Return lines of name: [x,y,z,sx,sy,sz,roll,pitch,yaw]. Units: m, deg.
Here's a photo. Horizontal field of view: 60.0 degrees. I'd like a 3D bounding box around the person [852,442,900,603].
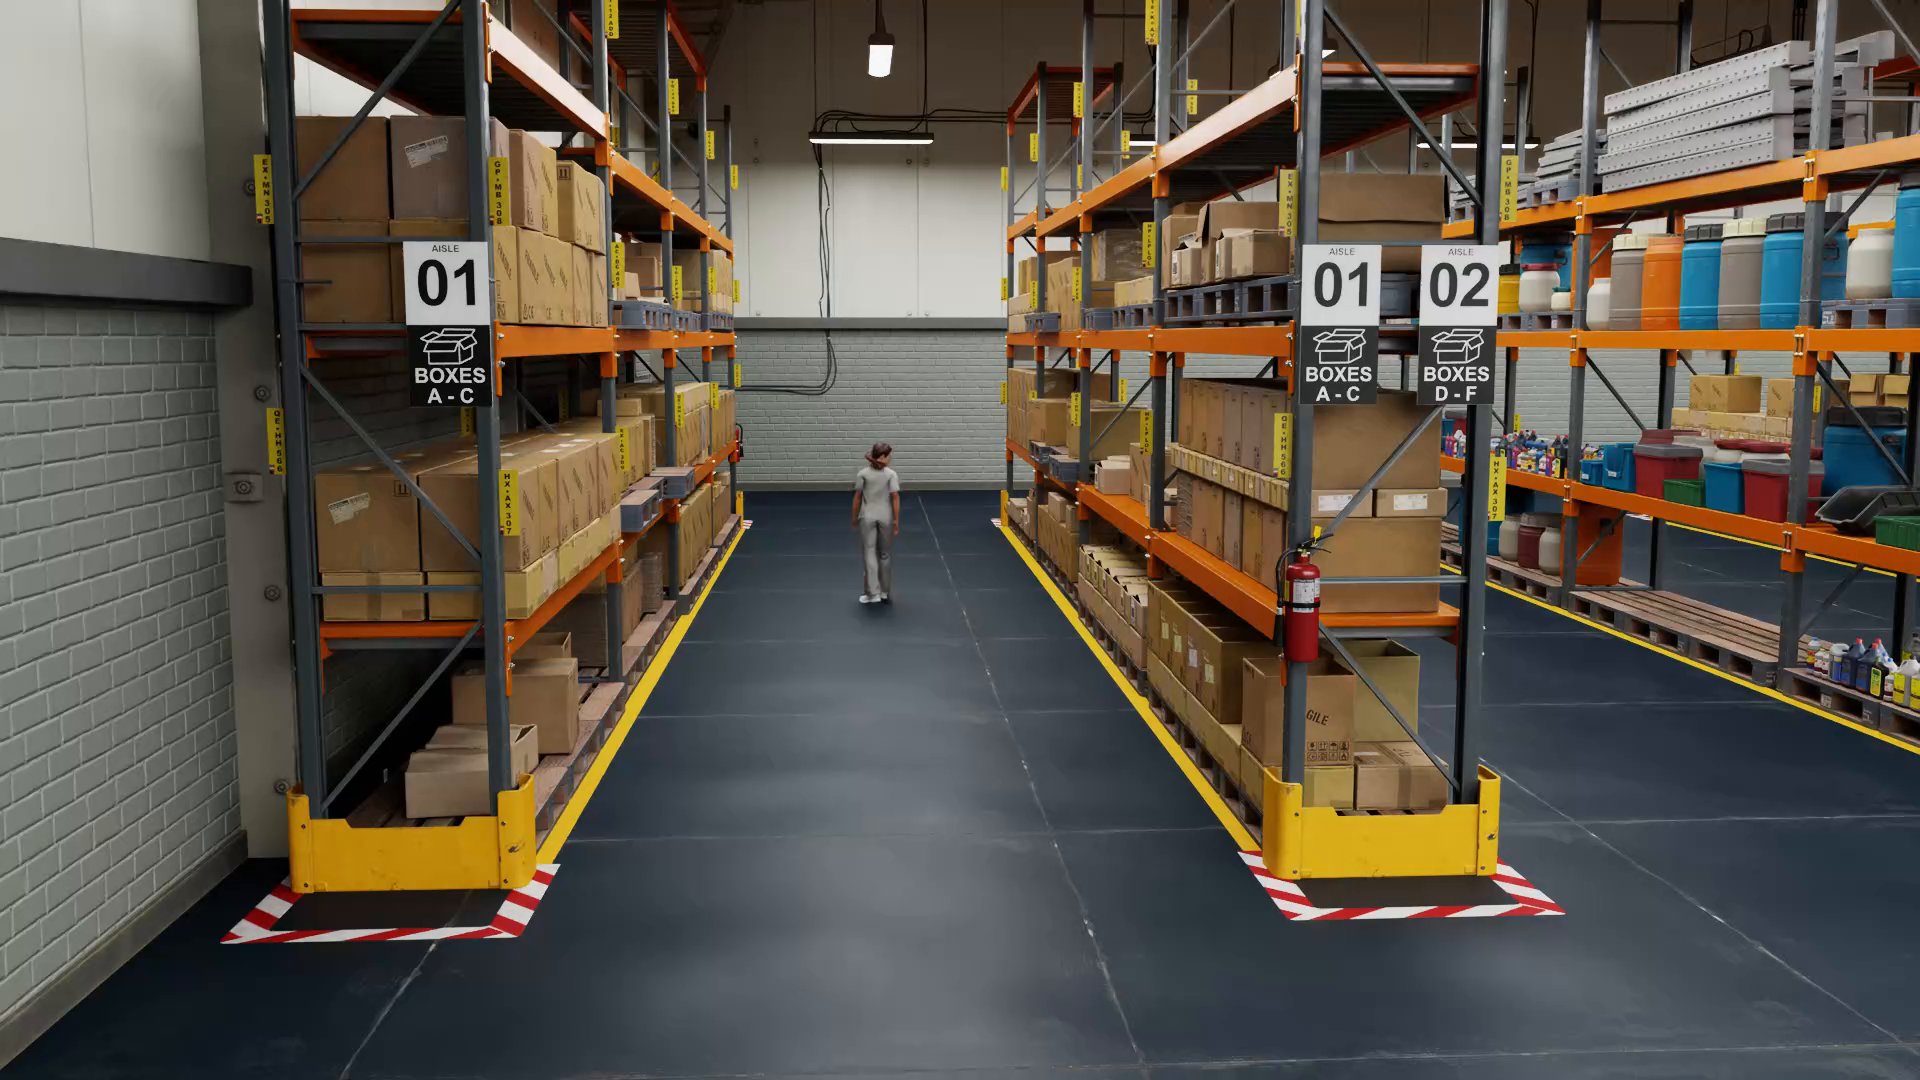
person: [-0.870,-0.190,17.213,0.475,1.661,0.762,-1,7,-10]
